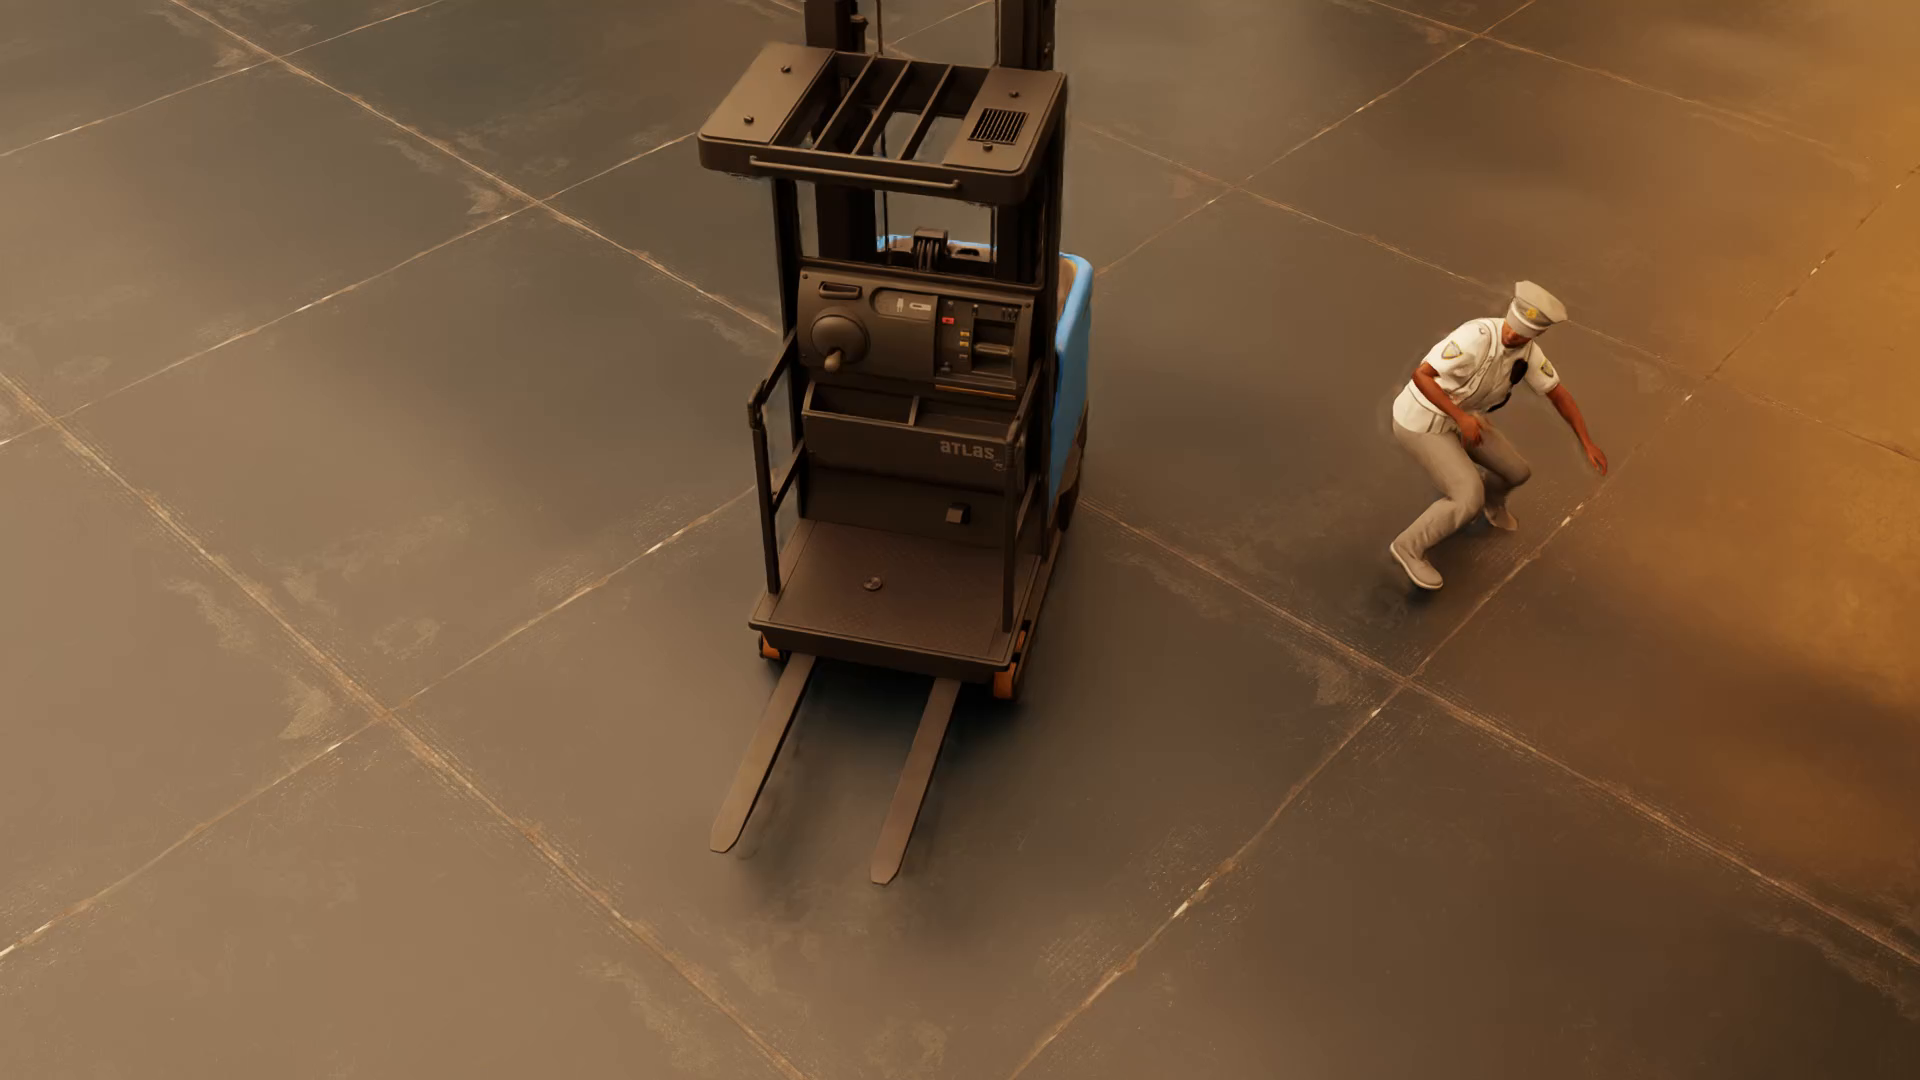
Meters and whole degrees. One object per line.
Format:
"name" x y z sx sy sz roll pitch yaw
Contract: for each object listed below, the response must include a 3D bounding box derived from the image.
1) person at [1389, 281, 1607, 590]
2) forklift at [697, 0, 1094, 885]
"person" 2.296 -0.457 7.163 0.793 1.452 0.811 -27 47 -28
"forklift" -0.226 -0.726 6.275 1.130 2.935 3.031 9 41 10
